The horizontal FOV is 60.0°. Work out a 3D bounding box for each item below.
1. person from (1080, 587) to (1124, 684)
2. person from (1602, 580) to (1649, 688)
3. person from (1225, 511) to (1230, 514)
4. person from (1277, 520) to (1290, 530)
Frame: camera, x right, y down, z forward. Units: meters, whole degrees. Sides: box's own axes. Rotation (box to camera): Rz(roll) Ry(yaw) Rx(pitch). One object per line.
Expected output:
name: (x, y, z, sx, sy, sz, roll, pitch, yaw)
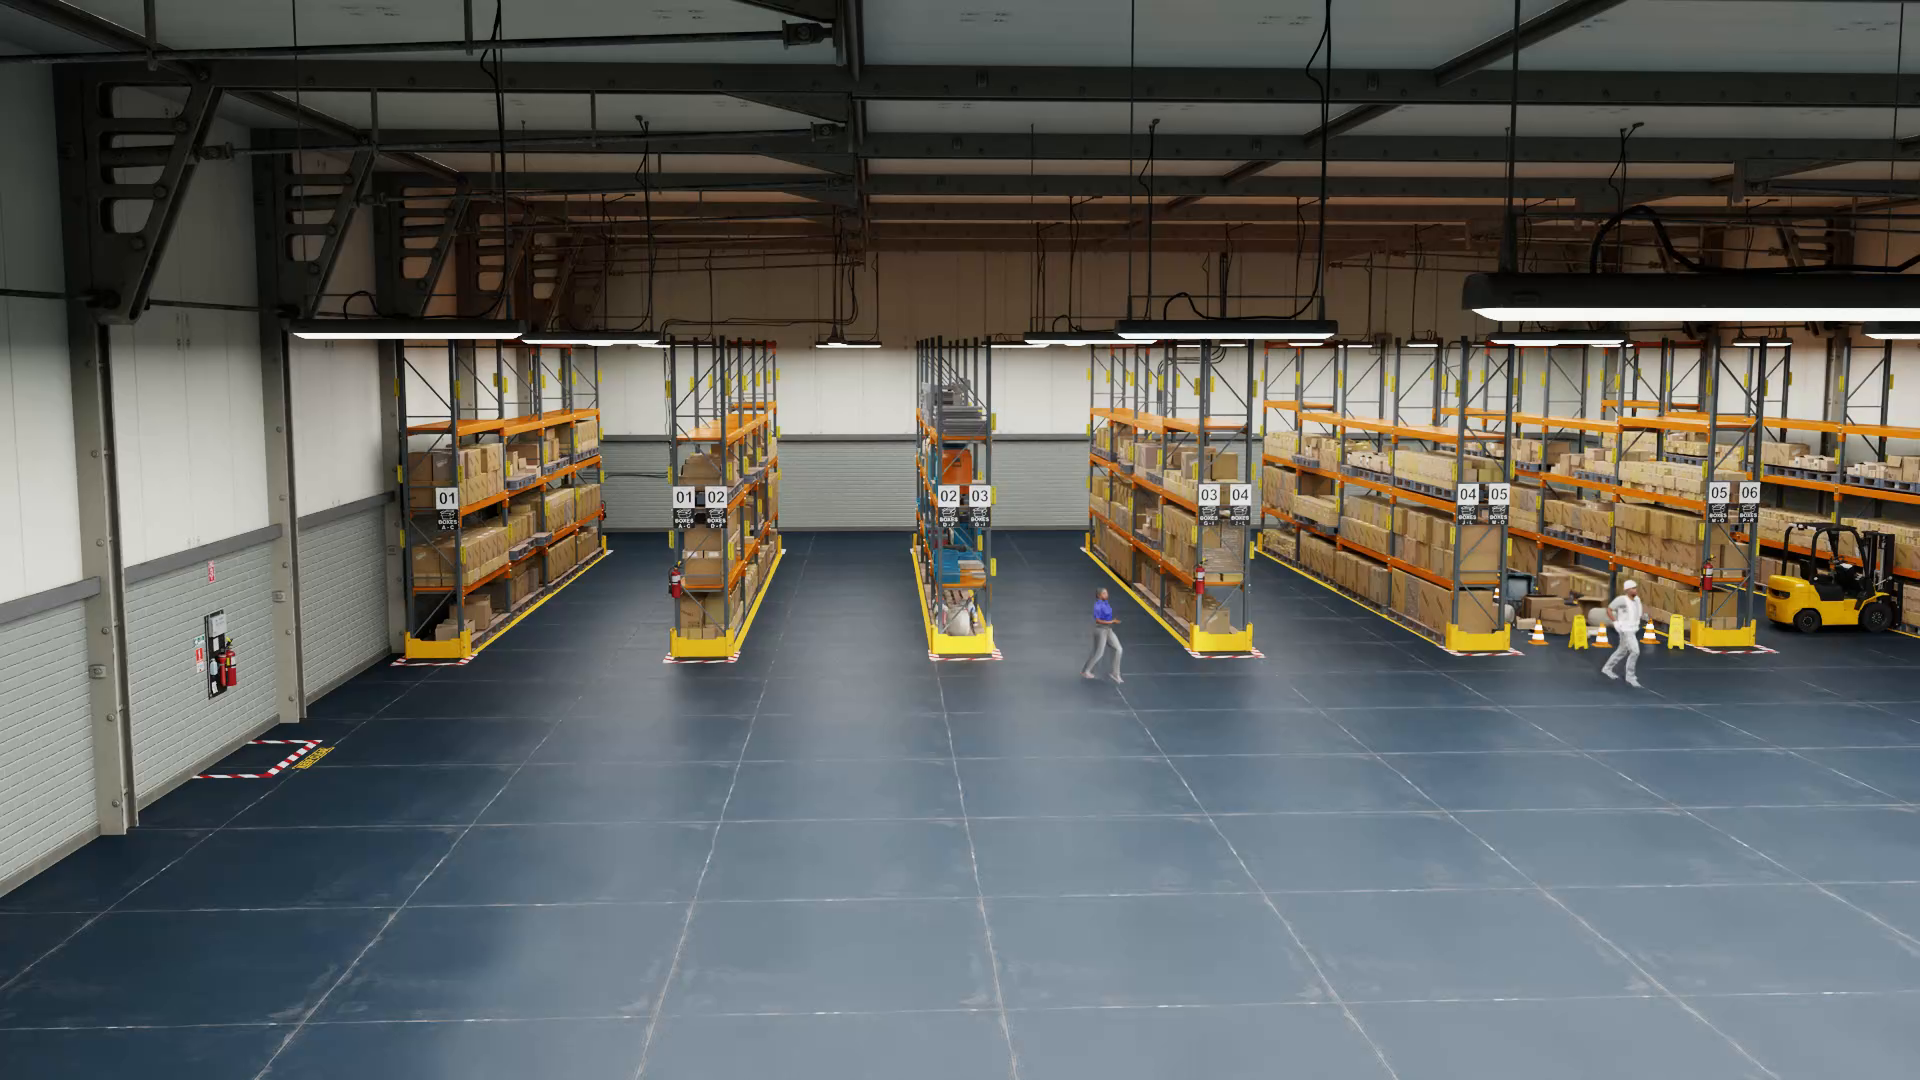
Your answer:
person: (2.477, 1.654, 28.837, 0.779, 1.694, 0.581, 4, 8, 34)
person: (11.457, 1.593, 28.636, 0.666, 1.844, 0.781, -6, 9, -42)
person: (7.417, -0.442, 46.831, 0.699, 1.708, 0.550, -1, 7, -8)
person: (9.595, -0.708, 49.188, 0.691, 1.707, 0.925, 2, 7, 17)
